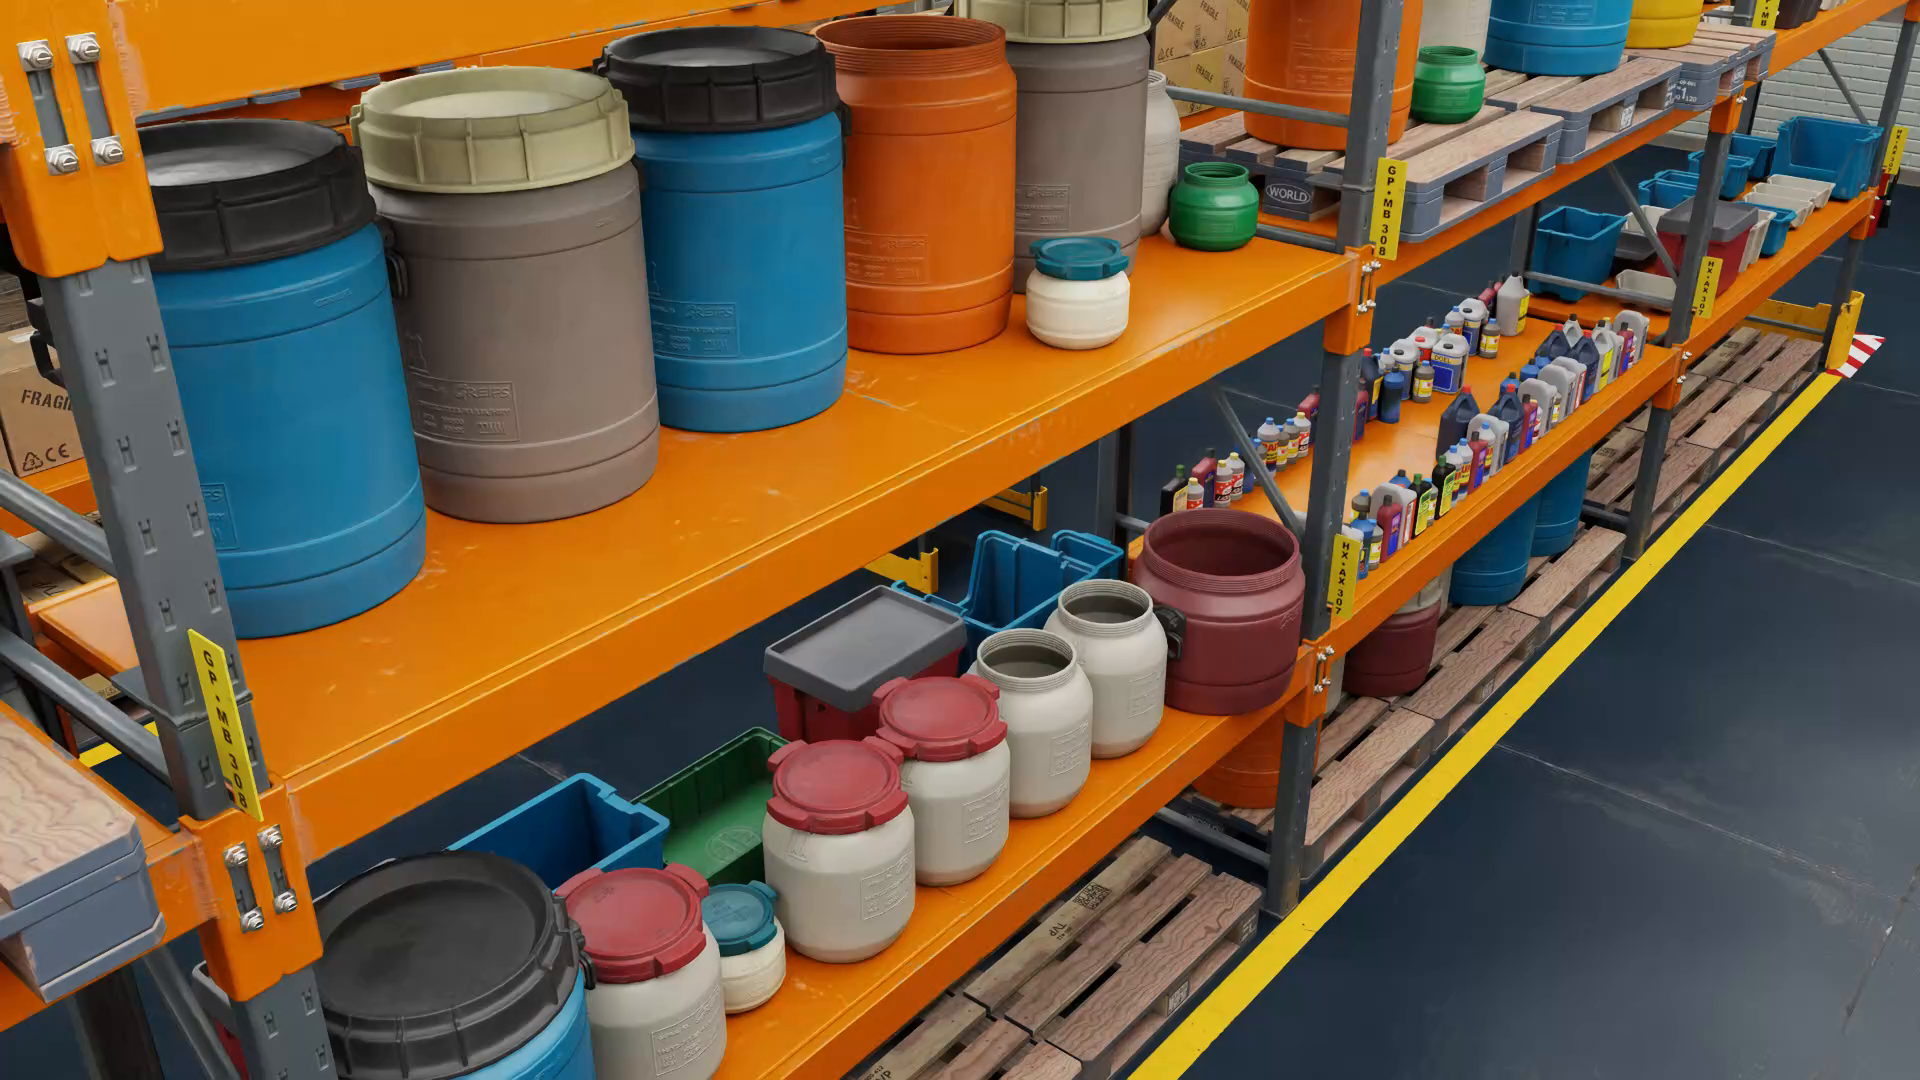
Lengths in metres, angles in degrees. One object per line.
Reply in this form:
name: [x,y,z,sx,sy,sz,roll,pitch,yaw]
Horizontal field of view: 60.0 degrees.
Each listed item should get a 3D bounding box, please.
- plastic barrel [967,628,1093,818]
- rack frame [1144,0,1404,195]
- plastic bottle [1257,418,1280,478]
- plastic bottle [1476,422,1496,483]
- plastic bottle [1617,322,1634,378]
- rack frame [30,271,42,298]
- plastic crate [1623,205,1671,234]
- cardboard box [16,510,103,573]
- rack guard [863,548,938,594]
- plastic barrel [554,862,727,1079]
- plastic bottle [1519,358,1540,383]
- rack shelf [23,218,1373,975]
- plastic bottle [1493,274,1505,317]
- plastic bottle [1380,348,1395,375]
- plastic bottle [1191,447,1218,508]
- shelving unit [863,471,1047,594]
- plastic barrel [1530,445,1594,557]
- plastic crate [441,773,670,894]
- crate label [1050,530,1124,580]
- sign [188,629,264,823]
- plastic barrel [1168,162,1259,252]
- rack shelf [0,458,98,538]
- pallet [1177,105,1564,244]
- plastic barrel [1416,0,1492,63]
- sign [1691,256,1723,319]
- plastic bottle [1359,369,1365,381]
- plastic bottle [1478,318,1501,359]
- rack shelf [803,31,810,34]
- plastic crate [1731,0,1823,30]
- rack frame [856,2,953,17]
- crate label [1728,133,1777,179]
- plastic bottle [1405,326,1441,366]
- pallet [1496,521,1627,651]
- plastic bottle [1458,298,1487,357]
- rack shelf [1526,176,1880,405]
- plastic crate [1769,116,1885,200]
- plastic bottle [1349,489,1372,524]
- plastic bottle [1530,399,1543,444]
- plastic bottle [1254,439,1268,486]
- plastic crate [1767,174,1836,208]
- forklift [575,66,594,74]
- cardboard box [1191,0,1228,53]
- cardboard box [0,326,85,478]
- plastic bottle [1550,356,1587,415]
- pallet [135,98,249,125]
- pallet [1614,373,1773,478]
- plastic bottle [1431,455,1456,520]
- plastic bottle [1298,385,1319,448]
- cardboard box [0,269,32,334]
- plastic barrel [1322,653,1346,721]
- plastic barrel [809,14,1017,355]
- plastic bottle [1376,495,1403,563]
plastic barrel: [0.206,0.577,5.248,0.421,0.512,0.421,0,27,0]
rack frame: [0.963,-2.614,5.010,1.000,3.000,0.127,21,34,34]
plastic bottle: [1.373,-0.416,7.430,0.097,0.271,0.097,0,27,0]
plastic bottle: [2.317,-0.394,7.387,0.097,0.271,0.097,0,27,0]
plastic bottle: [3.394,-0.986,8.519,0.061,0.283,0.133,21,34,34]
rack frame: [-6.681,-2.845,11.985,1.000,3.000,0.127,21,34,34]
plastic crate: [4.383,-1.983,10.539,0.293,0.136,0.466,21,34,34]
cardboard box: [-4.397,0.038,8.337,0.500,0.311,0.500,20,34,34]
rack guard: [-0.365,0.093,9.299,0.587,0.250,0.087,21,34,34]
plastic barrel: [-0.803,1.133,4.147,0.433,0.535,0.433,0,27,0]
plastic bottle: [2.759,-0.750,8.076,0.097,0.271,0.097,0,27,0]
rack shelf: [-0.309,-0.253,4.493,1.077,0.370,4.000,21,34,34]
plastic bottle: [2.945,-1.311,9.146,0.061,0.283,0.133,21,34,34]
plastic bottle: [2.088,-0.814,8.199,0.097,0.271,0.097,0,27,0]
plastic bottle: [1.038,-0.248,7.091,0.061,0.283,0.133,21,34,34]
shelving unit: [-0.048,-0.639,9.353,0.587,1.500,1.083,21,34,34]
plastic barrel: [3.148,-0.434,9.152,0.600,0.901,0.708,21,34,34]
plastic crate: [-1.119,0.994,4.582,0.392,0.384,0.575,21,34,34]
crate label: [0.406,0.165,6.349,0.303,0.233,0.416,21,34,34]
sign: [-1.163,0.297,2.637,0.100,0.325,0.005,21,34,34]
plastic barrel: [0.846,-1.110,5.536,0.294,0.245,0.294,0,27,0]
rack shelf: [-4.129,-0.370,7.983,1.077,0.370,4.000,21,34,34]
pallet: [1.525,-1.441,6.211,1.003,0.211,1.213,21,34,34]
plastic barrel: [1.975,-2.201,6.871,0.433,0.535,0.433,0,27,0]
sign: [3.931,-1.329,8.754,0.100,0.325,0.005,21,34,34]
plastic bottle: [1.868,-0.666,7.900,0.061,0.283,0.133,21,34,34]
plastic bottle: [2.795,-1.067,8.765,0.097,0.201,0.097,0,27,0]
rack shelf: [-2.865,-4.653,16.262,1.077,0.370,4.000,21,34,34]
plastic crate: [4.509,-3.002,9.167,0.497,0.269,0.590,21,34,34]
rack frame: [-0.312,-2.817,11.930,1.000,3.000,0.127,21,34,34]
crate label: [5.641,-2.747,11.912,0.416,0.233,0.303,21,34,34]
plastic bottle: [2.330,-0.932,8.421,0.152,0.276,0.135,21,34,34]
pallet: [2.985,0.132,9.265,1.003,0.211,1.213,21,34,34]
plastic bottle: [2.686,-1.130,8.805,0.152,0.276,0.135,21,34,34]
rack shelf: [4.780,-1.757,10.665,1.077,0.370,4.000,21,34,34]
plastic crate: [5.983,-2.655,11.514,0.616,0.435,0.499,21,34,34]
plastic bottle: [1.674,-0.114,6.922,0.097,0.201,0.097,0,27,0]
plastic bottle: [2.667,-0.558,7.780,0.097,0.201,0.097,0,27,0]
plastic bottle: [1.311,-0.350,7.379,0.097,0.201,0.097,0,27,0]
plastic crate: [5.673,-2.353,11.256,0.396,0.136,0.243,21,34,34]
forklift: [-3.074,-3.065,12.484,1.130,2.935,3.031,22,35,36]
cardboard box: [1.840,-4.306,13.612,0.500,0.500,0.500,22,34,36]
cardboard box: [-4.246,-0.657,7.646,0.500,0.500,0.500,21,34,34]
plastic bottle: [2.953,-0.770,8.109,0.152,0.276,0.135,21,34,34]
pallet: [-3.928,-1.983,7.259,1.003,0.211,1.213,23,35,37]
pallet: [4.721,-0.836,11.136,1.003,0.211,1.213,21,34,34]
plastic bottle: [2.049,-0.237,7.070,0.061,0.283,0.133,21,34,34]
plastic bottle: [1.618,-0.571,7.716,0.061,0.283,0.133,21,34,34]
cardboard box: [-7.099,-1.660,11.935,0.700,0.500,0.500,21,34,35]
plastic barrel: [1.552,0.564,7.646,0.421,0.512,0.421,0,27,0]
plastic barrel: [-0.143,-1.013,4.712,0.600,0.830,0.708,21,34,34]
plastic bottle: [1.732,-0.060,6.728,0.061,0.283,0.133,21,34,34]
